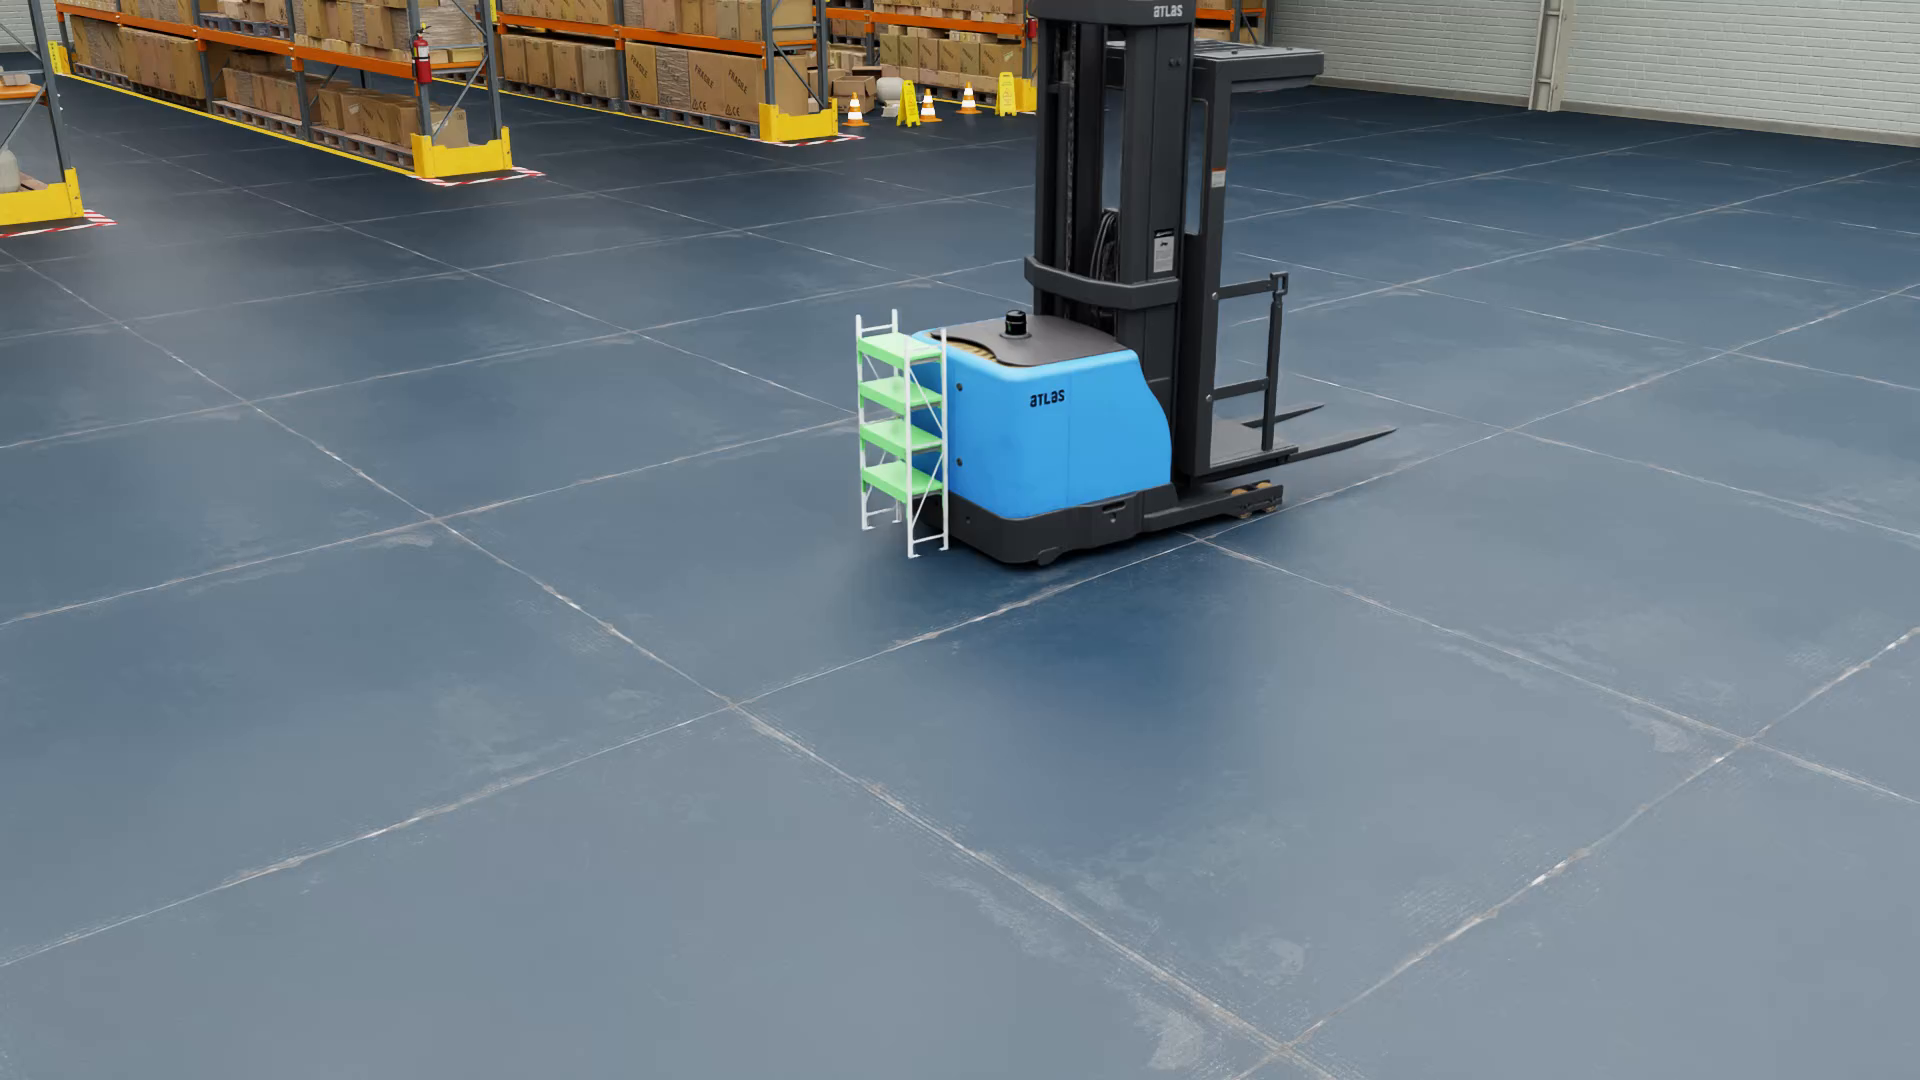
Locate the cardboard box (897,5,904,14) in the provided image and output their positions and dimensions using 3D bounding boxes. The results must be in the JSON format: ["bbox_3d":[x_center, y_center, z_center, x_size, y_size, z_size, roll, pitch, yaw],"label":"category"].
[{"bbox_3d":[-0.851,-9.014,28.229,0.380,0.149,0.250,-18,27,-38],"label":"cardboard box"}]

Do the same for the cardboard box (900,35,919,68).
[{"bbox_3d":[-0.676,-8.310,28.253,0.500,0.500,0.500,-16,27,-35],"label":"cardboard box"}]

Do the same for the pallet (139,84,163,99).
[{"bbox_3d":[-13.383,-7.775,28.545,1.003,0.211,1.213,-17,27,-37],"label":"pallet"}]

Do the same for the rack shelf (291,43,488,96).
[{"bbox_3d":[-7.417,-6.171,21.613,1.077,0.370,4.000,-17,27,-37],"label":"rack shelf"}]

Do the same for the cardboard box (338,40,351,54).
[{"bbox_3d":[-7.820,-6.399,21.554,0.380,0.149,0.250,-17,27,-37],"label":"cardboard box"}]

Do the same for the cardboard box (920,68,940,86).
[{"bbox_3d":[-0.329,-7.815,28.018,0.500,0.250,0.500,-18,28,-38],"label":"cardboard box"}]

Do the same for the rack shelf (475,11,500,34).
[{"bbox_3d":[-8.815,-9.534,30.199,1.077,0.370,4.000,-17,27,-37],"label":"rack shelf"}]

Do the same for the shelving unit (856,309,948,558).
[{"bbox_3d":[-0.303,-0.562,8.771,0.258,1.200,0.503,-14,25,-30],"label":"shelving unit"}]

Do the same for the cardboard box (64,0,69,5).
[{"bbox_3d":[-16.238,-9.939,30.591,0.380,0.149,0.250,-18,28,-39],"label":"cardboard box"}]

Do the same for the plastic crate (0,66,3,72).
[{"bbox_3d":[-11.223,-5.368,18.938,0.530,0.136,0.437,-17,27,-37],"label":"plastic crate"}]

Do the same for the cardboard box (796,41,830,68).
[{"bbox_3d":[-2.544,-8.174,28.130,0.500,0.500,0.500,-17,27,-37],"label":"cardboard box"}]

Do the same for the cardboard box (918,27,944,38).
[{"bbox_3d":[-0.483,-8.493,27.831,0.380,0.149,0.250,-16,26,-34],"label":"cardboard box"}]

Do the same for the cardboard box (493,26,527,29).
[{"bbox_3d":[-8.107,-9.085,29.891,0.500,0.250,0.500,-18,28,-38],"label":"cardboard box"}]

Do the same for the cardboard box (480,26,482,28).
[{"bbox_3d":[-8.812,-9.105,29.940,0.500,0.250,0.500,-17,27,-36],"label":"cardboard box"}]

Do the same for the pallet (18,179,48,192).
[{"bbox_3d":[-10.475,-3.711,18.170,1.003,0.211,1.213,-17,27,-37],"label":"pallet"}]

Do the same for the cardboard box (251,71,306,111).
[{"bbox_3d":[-10.134,-6.719,24.850,0.700,0.500,0.500,-15,26,-33],"label":"cardboard box"}]

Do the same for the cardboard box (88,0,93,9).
[{"bbox_3d":[-15.231,-9.513,29.503,0.380,0.149,0.250,-18,28,-38],"label":"cardboard box"}]

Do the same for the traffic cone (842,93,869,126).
[{"bbox_3d":[-1.559,-6.410,24.714,0.336,0.463,0.334,-17,27,-37],"label":"traffic cone"}]

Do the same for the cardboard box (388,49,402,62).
[{"bbox_3d":[-6.819,-5.992,20.514,0.380,0.149,0.250,-17,27,-37],"label":"cardboard box"}]

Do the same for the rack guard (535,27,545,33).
[{"bbox_3d":[-9.063,-11.576,37.853,1.175,0.500,0.348,-17,27,-37],"label":"rack guard"}]

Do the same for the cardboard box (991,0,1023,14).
[{"bbox_3d":[0.833,-8.582,26.237,0.500,0.500,0.500,-18,28,-38],"label":"cardboard box"}]

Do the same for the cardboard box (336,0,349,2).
[{"bbox_3d":[-7.633,-7.113,21.115,0.500,0.500,0.500,-17,27,-37],"label":"cardboard box"}]

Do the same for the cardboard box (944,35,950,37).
[{"bbox_3d":[0.042,-8.302,28.232,0.500,0.500,0.500,-16,26,-35],"label":"cardboard box"}]

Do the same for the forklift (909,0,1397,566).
[{"bbox_3d":[1.217,-1.628,9.122,3.031,2.935,1.130,-14,25,-31],"label":"forklift"}]

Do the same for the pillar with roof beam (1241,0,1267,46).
[{"bbox_3d":[2.121,-11.671,26.442,9.100,9.000,0.400,-17,27,-37],"label":"pillar with roof beam"}]

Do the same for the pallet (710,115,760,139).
[{"bbox_3d":[-2.869,-6.010,24.039,1.003,0.211,1.213,-17,27,-37],"label":"pallet"}]

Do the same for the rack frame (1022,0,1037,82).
[{"bbox_3d":[1.396,-8.312,26.094,1.000,3.000,0.127,-17,27,-37],"label":"rack frame"}]

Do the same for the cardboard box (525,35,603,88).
[{"bbox_3d":[-6.607,-8.034,27.892,1.050,0.750,0.750,-17,27,-37],"label":"cardboard box"}]

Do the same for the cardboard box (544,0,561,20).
[{"bbox_3d":[-6.435,-8.757,27.092,0.500,0.500,0.500,-18,28,-38],"label":"cardboard box"}]

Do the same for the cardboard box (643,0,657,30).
[{"bbox_3d":[-4.273,-8.035,25.181,0.875,0.550,0.550,-17,27,-37],"label":"cardboard box"}]

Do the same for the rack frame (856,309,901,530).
[{"bbox_3d":[-0.435,-0.637,8.962,0.240,1.200,0.015,-14,25,-30],"label":"rack frame"}]

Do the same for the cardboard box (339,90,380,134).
[{"bbox_3d":[-8.112,-5.814,22.566,0.500,0.500,0.500,-9,23,-21],"label":"cardboard box"}]

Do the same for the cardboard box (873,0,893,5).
[{"bbox_3d":[-1.139,-9.415,28.363,0.500,0.500,0.500,-18,27,-38],"label":"cardboard box"}]

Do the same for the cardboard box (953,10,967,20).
[{"bbox_3d":[0.102,-8.585,27.133,0.380,0.149,0.250,-18,28,-38],"label":"cardboard box"}]

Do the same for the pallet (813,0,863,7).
[{"bbox_3d":[-2.502,-9.896,30.400,1.003,0.211,1.213,-17,27,-37],"label":"pallet"}]

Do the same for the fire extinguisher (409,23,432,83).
[{"bbox_3d":[-6.386,-5.776,19.724,0.296,0.674,0.183,-17,27,-37],"label":"fire extinguisher"}]

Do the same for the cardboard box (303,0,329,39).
[{"bbox_3d":[-8.176,-6.958,22.091,0.875,0.500,0.500,-17,27,-37],"label":"cardboard box"}]

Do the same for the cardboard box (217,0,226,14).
[{"bbox_3d":[-10.950,-8.266,25.262,0.500,0.500,0.500,18,28,39],"label":"cardboard box"}]

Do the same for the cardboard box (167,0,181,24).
[{"bbox_3d":[-12.164,-8.427,26.248,0.500,0.500,0.500,-18,28,-38],"label":"cardboard box"}]

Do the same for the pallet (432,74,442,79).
[{"bbox_3d":[-9.611,-8.908,31.439,1.003,0.211,1.213,-17,27,-37],"label":"pallet"}]

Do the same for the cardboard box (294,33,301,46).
[{"bbox_3d":[-8.810,-6.810,22.604,0.380,0.149,0.250,-17,27,-37],"label":"cardboard box"}]

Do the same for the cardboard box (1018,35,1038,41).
[{"bbox_3d":[1.693,-10.048,33.205,0.875,0.625,0.625,-18,28,-38],"label":"cardboard box"}]

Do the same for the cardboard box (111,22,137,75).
[{"bbox_3d":[-14.314,-8.676,29.360,0.875,0.875,0.875,-17,27,-37],"label":"cardboard box"}]

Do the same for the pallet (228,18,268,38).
[{"bbox_3d":[-10.010,-7.537,24.377,1.003,0.211,1.213,-17,27,-37],"label":"pallet"}]

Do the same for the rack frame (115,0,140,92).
[{"bbox_3d":[-13.944,-9.269,28.535,1.000,3.000,0.127,-17,27,-37],"label":"rack frame"}]

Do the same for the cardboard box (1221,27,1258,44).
[{"bbox_3d":[4.984,-9.054,29.810,0.500,0.250,0.500,-18,28,-38],"label":"cardboard box"}]
